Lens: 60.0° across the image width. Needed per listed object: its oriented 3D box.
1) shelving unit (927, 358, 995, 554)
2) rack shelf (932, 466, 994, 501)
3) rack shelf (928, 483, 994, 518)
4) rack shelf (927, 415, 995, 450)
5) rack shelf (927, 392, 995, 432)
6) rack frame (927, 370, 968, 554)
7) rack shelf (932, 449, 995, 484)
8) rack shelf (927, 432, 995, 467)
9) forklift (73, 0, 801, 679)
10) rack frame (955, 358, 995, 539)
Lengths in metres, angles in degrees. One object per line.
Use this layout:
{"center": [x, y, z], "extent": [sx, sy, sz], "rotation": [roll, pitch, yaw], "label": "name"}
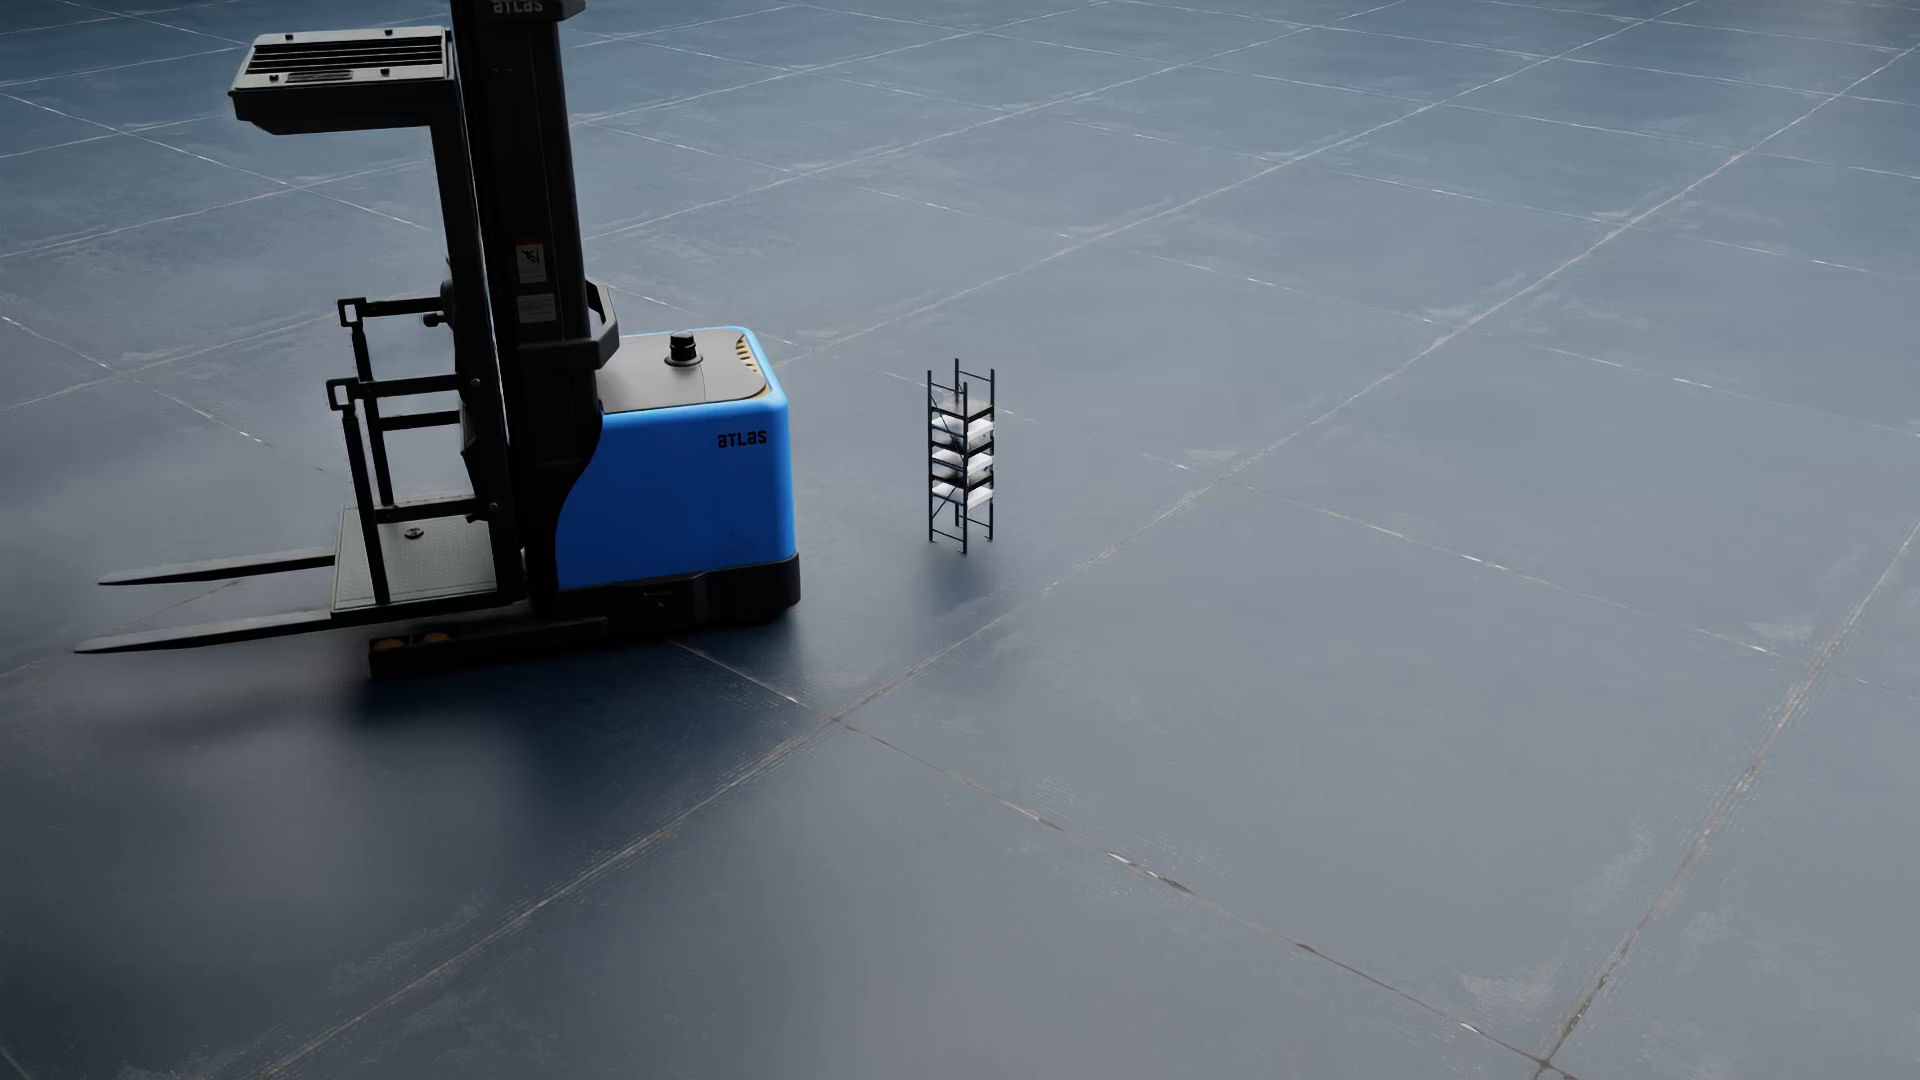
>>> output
{"center": [0.005, -0.403, 8.049], "extent": [0.258, 0.900, 0.210], "rotation": [21, 34, 34], "label": "shelving unit"}
{"center": [0.005, -0.293, 8.105], "extent": [0.258, 0.077, 0.200], "rotation": [21, 34, 34], "label": "rack shelf"}
{"center": [0.005, -0.213, 8.147], "extent": [0.258, 0.077, 0.200], "rotation": [21, 34, 34], "label": "rack shelf"}
{"center": [0.005, -0.533, 7.981], "extent": [0.258, 0.077, 0.200], "rotation": [21, 34, 34], "label": "rack shelf"}
{"center": [0.005, -0.613, 7.940], "extent": [0.258, 0.077, 0.200], "rotation": [21, 34, 34], "label": "rack shelf"}
{"center": [-0.059, -0.367, 7.979], "extent": [0.240, 0.900, 0.006], "rotation": [21, 34, 34], "label": "rack frame"}
{"center": [0.005, -0.373, 8.064], "extent": [0.258, 0.077, 0.200], "rotation": [21, 34, 34], "label": "rack shelf"}
{"center": [0.005, -0.453, 8.023], "extent": [0.258, 0.077, 0.200], "rotation": [21, 34, 34], "label": "rack shelf"}
{"center": [-2.301, -0.980, 6.954], "extent": [3.031, 2.935, 1.130], "rotation": [-8, 28, -14], "label": "forklift"}
{"center": [0.070, -0.439, 8.118], "extent": [0.240, 0.900, 0.006], "rotation": [21, 34, 34], "label": "rack frame"}
